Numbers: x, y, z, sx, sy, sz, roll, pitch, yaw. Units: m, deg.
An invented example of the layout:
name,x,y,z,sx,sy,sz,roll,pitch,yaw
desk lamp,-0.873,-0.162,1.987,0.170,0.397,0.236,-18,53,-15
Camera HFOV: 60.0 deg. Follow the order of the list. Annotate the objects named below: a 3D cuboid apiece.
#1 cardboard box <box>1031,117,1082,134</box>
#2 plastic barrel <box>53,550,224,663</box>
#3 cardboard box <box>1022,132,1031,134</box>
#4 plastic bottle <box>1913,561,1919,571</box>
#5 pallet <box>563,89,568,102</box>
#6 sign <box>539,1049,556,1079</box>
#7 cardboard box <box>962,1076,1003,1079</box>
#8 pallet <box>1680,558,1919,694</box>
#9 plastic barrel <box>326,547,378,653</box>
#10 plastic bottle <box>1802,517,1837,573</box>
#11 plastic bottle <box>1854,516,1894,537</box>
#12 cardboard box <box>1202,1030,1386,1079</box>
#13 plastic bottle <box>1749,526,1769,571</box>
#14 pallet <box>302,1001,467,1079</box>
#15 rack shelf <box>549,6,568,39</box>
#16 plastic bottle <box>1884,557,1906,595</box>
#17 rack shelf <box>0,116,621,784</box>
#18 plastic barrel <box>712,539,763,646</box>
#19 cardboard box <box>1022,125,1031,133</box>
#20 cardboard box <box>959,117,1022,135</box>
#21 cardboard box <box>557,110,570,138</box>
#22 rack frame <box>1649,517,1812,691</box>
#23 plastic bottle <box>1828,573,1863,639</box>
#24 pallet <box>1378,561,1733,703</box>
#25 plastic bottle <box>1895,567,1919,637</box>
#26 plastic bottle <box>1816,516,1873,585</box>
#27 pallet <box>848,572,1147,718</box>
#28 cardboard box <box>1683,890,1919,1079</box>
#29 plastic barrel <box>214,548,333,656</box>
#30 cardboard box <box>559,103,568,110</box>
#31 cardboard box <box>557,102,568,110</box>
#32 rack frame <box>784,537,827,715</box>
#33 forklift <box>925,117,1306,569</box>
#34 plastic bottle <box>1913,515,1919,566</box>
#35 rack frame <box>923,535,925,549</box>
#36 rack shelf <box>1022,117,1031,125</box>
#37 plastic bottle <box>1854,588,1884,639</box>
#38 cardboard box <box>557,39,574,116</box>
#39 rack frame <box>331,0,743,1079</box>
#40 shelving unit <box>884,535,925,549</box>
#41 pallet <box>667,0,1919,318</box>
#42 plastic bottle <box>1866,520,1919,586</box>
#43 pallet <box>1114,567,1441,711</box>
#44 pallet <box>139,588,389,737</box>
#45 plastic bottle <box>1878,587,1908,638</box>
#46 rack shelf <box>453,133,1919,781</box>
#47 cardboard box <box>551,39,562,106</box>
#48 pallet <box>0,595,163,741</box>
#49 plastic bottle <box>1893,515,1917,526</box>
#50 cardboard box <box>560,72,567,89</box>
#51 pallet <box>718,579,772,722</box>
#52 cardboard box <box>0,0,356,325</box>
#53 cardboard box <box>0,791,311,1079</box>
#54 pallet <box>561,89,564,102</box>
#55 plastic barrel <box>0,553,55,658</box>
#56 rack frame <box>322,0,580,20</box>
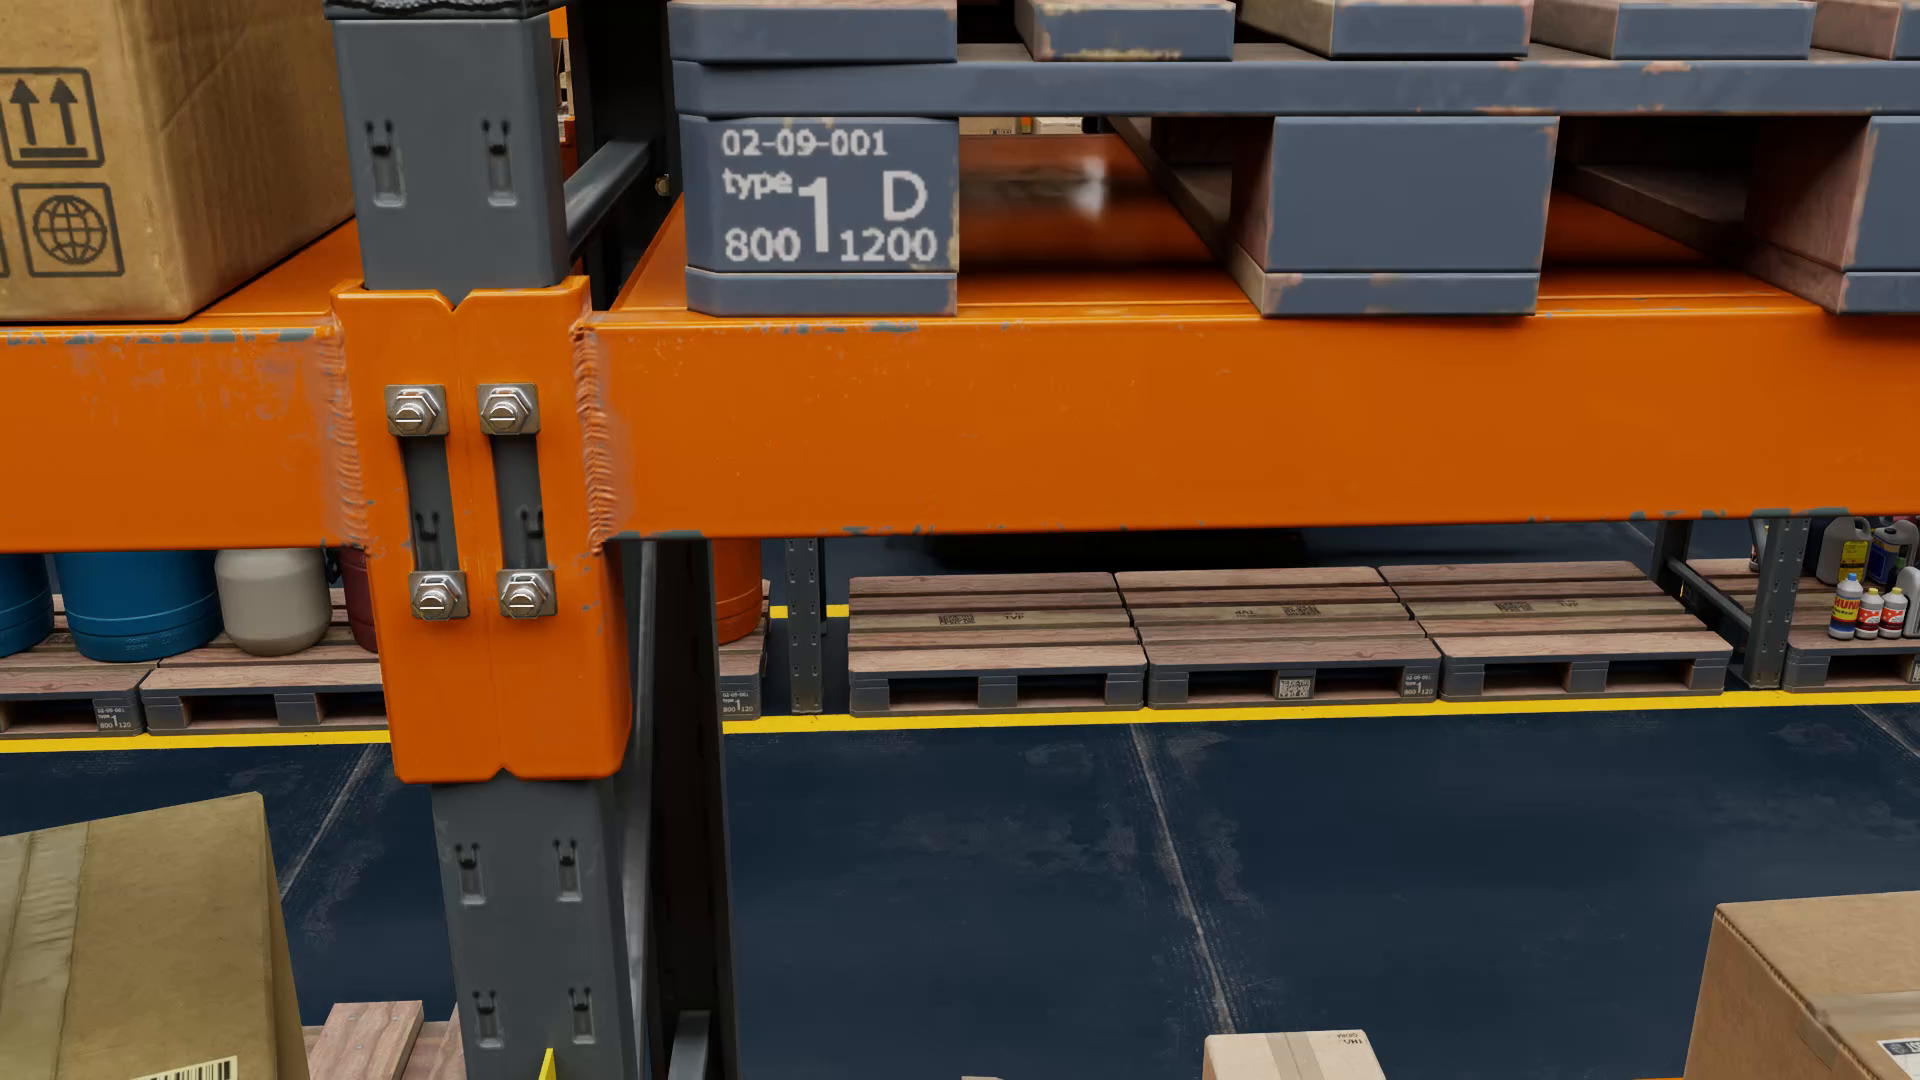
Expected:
name,x,y,z,sx,sy,sz,roll,pitch,yaw
cardboard box,0.754,-2.706,11.134,0.500,0.250,0.500,-2,21,-5
plastic barrel,-3.392,-0.022,6.822,0.708,0.901,0.600,-1,21,-3
cardboard box,0.371,-3.536,16.264,0.750,0.750,1.050,-1,21,-2
plastic bottle,4.165,0.163,7.083,0.185,0.351,0.144,-1,21,-3
pallet,-3.089,-4.247,15.831,1.213,0.211,1.003,-1,21,-3
sign,-0.330,0.580,1.367,0.005,0.325,0.100,-1,21,-3
cardboard box,-0.005,0.941,2.059,0.500,0.311,0.500,0,21,0
pallet,4.017,0.355,7.393,1.213,0.211,1.003,-1,21,-3
plastic barrel,-2.264,0.101,6.938,0.708,0.588,0.600,-1,21,-3
plastic bottle,3.970,-0.033,7.596,0.185,0.351,0.144,-2,21,-4
plastic bottle,4.162,-0.037,7.606,0.185,0.351,0.144,-2,21,-6
cardboard box,0.512,0.892,2.415,0.250,0.149,0.380,-1,21,-3
plastic bottle,3.688,0.034,7.629,0.097,0.201,0.097,0,21,0
pallet,-1.043,1.020,1.997,1.003,0.211,1.213,-1,21,-3
rack shelf,-2.646,-1.893,6.174,4.000,0.370,1.077,-1,21,-3
plastic bottle,4.002,0.209,7.055,0.133,0.283,0.061,-1,21,-3
rack shelf,-2.367,-0.134,1.552,4.000,0.370,1.077,-1,21,-3
plastic barrel,-1.137,-0.034,6.956,0.708,0.830,0.600,-1,21,-3
cardboard box,0.560,-5.155,21.049,0.625,0.372,0.950,0,21,-1
cardboard box,0.156,-2.943,11.404,0.500,0.500,0.700,2,21,5
cardboard box,-2.427,-2.557,10.980,0.500,0.500,0.500,-2,21,-5
rack frame,3.344,-0.950,6.899,0.127,3.000,1.000,-1,21,-3
plastic bottle,3.687,0.269,6.915,0.097,0.271,0.097,0,21,0
pallet,2.562,0.383,7.318,1.213,0.211,1.003,-1,21,-3
plastic bottle,4.008,0.251,6.957,0.135,0.276,0.152,0,21,-1
plastic bottle,3.979,0.018,7.461,0.185,0.351,0.144,-1,21,-3
pallet,0.126,0.433,7.187,1.213,0.211,1.003,-1,21,-3
cardboard box,1.304,0.805,2.151,0.500,0.500,0.500,-2,21,-6
plastic barrel,-2.823,0.180,6.838,0.421,0.512,0.421,0,21,0
cardboard box,-2.459,-2.738,11.457,0.500,0.500,0.500,-2,21,-4
cardboard box,-2.958,-2.729,11.432,0.500,0.500,0.500,-1,21,-3
rack frame,-0.650,-0.868,6.686,0.127,3.000,1.000,-1,21,-3
forklift,1.332,-1.416,8.221,3.031,2.935,1.130,-1,21,-1
plastic bottle,4.484,-0.043,7.623,0.185,0.351,0.144,-1,21,-3
rack frame,-0.186,-0.419,8.456,0.006,0.900,0.240,-1,21,-1
rack shelf,0.882,-4.096,16.175,4.000,0.370,1.077,-1,21,-3
plastic bottle,3.789,0.300,6.933,0.097,0.201,0.097,0,21,0
cardboard box,-2.314,-3.122,11.055,0.637,0.503,0.797,-1,21,-2
rack frame,-0.371,0.891,2.064,0.127,3.000,1.000,-1,21,-3
shelving unit,-0.288,-0.418,8.453,0.210,0.900,0.258,-1,21,-1
pallet,0.302,-0.468,1.684,1.003,0.211,1.213,0,21,-1
plastic bottle,4.196,0.050,7.482,0.135,0.276,0.152,-1,21,-3
pallet,1.341,0.409,7.250,1.213,0.211,1.003,-1,21,-3
pallet,-2.649,0.489,7.039,1.213,0.211,1.003,-1,21,-3
plastic bottle,3.890,0.298,6.938,0.097,0.201,0.097,0,21,0
rack shelf,1.626,-0.215,1.765,4.000,0.370,1.077,-1,21,-3
cardboard box,-2.983,-3.106,11.013,0.637,0.503,0.797,0,21,-1
pallet,-3.870,0.515,6.971,1.213,0.211,1.003,-1,21,-3
plastic bottle,4.322,-0.023,7.666,0.133,0.283,0.061,0,21,1
cardboard box,-3.657,-4.255,15.345,0.250,0.149,0.380,-2,21,-5
pallet,-1.434,0.466,7.101,1.213,0.211,1.003,-1,21,-3
cardboard box,-0.804,-0.536,1.458,0.500,0.500,0.910,-1,21,-3
cardboard box,-0.993,0.701,1.833,0.500,0.500,0.700,-8,22,-21
pallet,-4.337,-4.185,15.666,1.213,0.211,1.003,-1,21,-3
plastic barrel,-4.099,-0.008,6.784,0.708,0.901,0.600,-1,21,-3
rack frame,-0.371,-1.912,0.997,0.127,3.000,1.000,-1,21,-3
